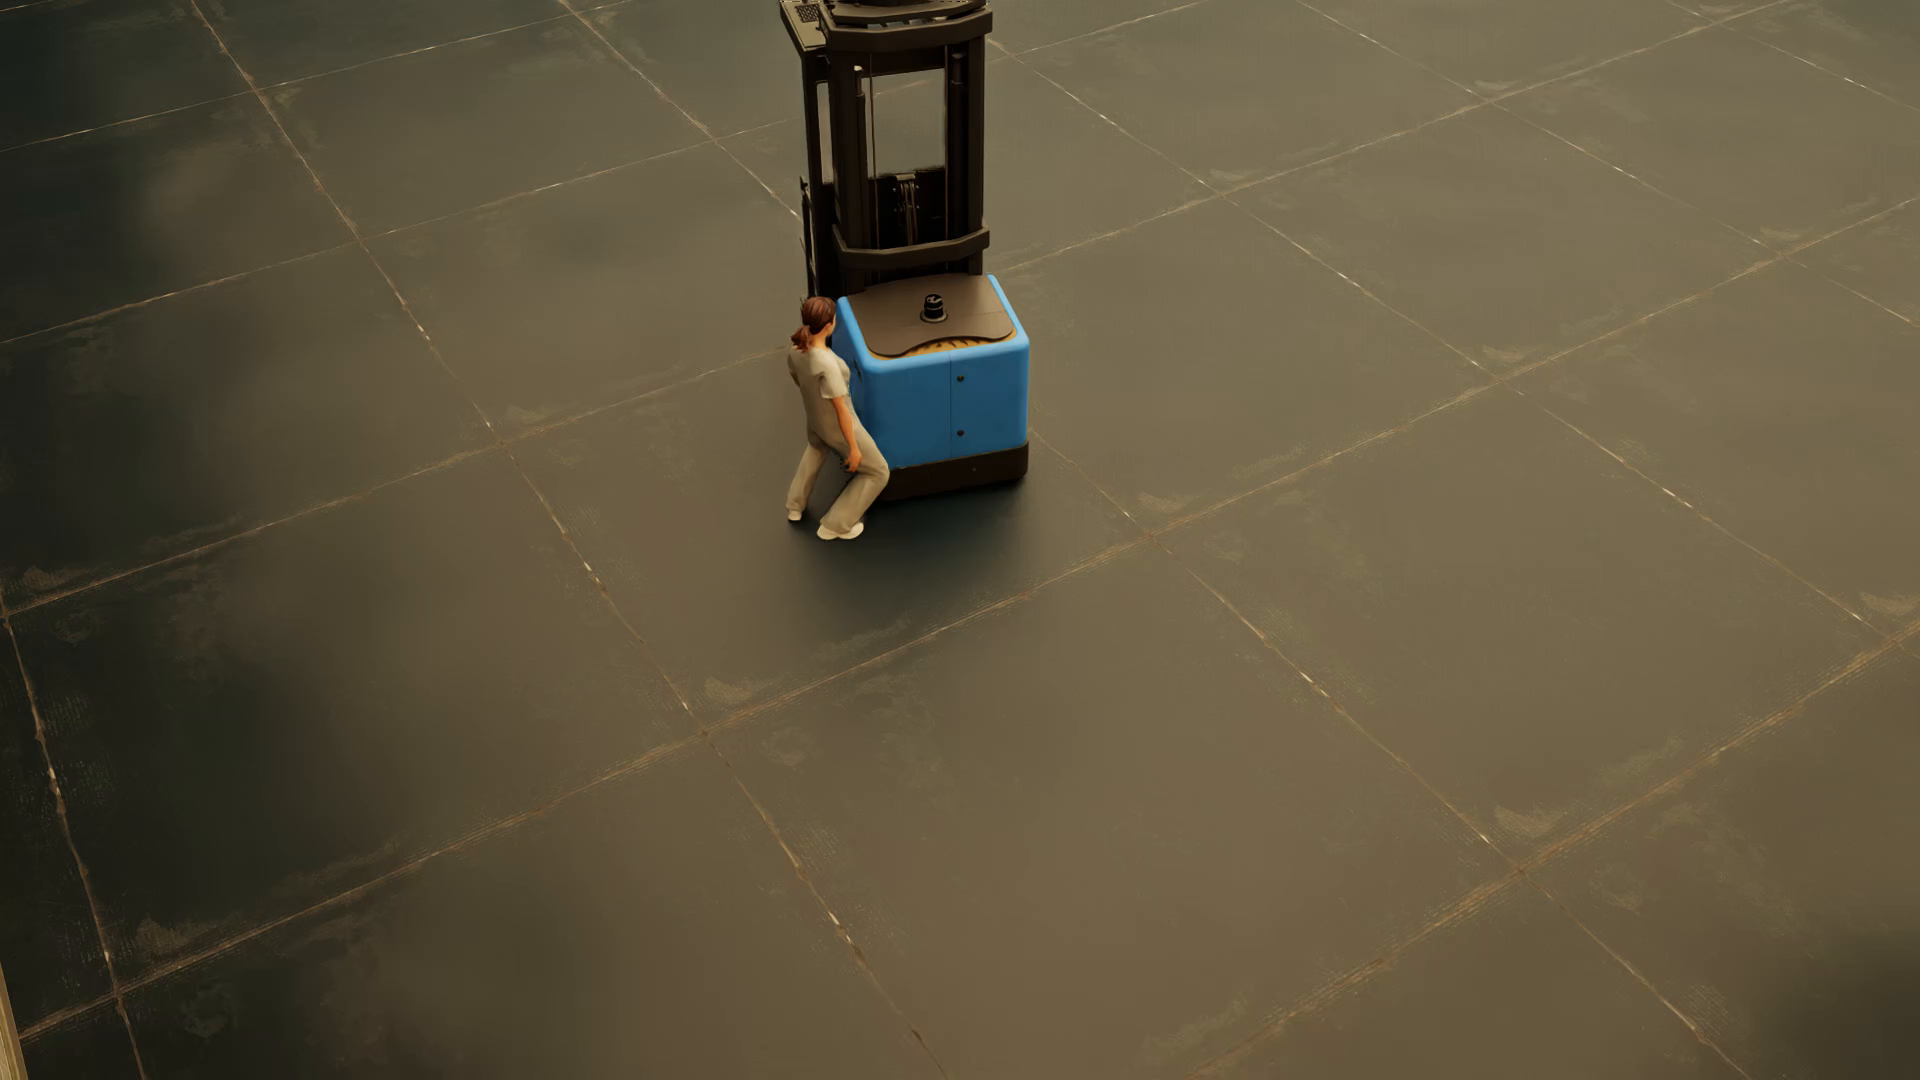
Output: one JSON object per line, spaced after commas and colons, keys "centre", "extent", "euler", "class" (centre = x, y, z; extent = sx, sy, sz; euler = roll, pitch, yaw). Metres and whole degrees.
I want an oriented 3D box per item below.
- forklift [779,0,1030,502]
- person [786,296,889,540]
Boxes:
{"centre": [-0.457, -2.321, 10.527], "extent": [1.130, 2.935, 3.031], "euler": [-10, 42, -12], "class": "forklift"}
{"centre": [-0.750, -0.696, 9.700], "extent": [0.494, 1.589, 0.797], "euler": [-23, 46, -24], "class": "person"}
